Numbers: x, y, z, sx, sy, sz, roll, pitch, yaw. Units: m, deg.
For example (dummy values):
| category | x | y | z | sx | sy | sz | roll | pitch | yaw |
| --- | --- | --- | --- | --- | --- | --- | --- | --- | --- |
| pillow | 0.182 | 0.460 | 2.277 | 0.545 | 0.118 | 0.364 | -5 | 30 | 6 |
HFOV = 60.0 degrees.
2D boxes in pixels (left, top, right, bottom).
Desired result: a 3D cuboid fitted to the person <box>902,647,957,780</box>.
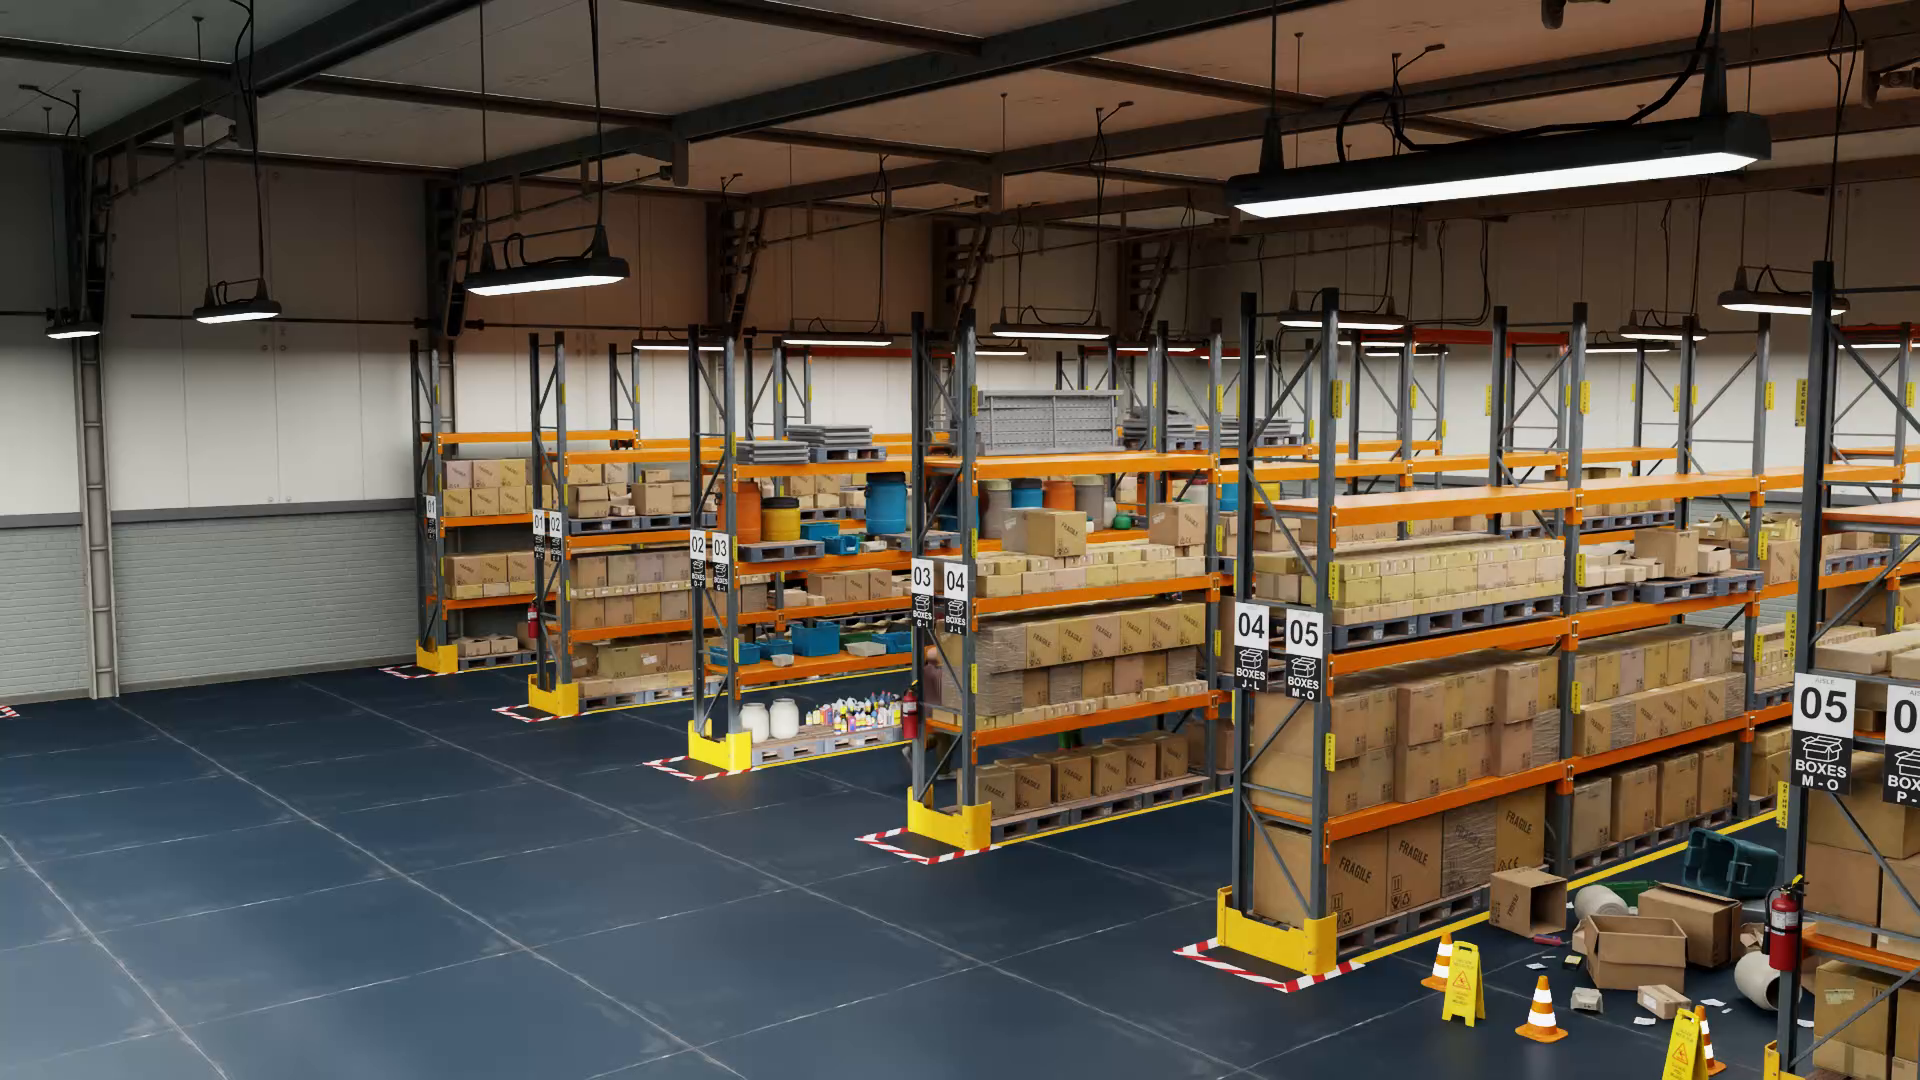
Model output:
| category | x | y | z | sx | sy | sz | roll | pitch | yaw |
| --- | --- | --- | --- | --- | --- | --- | --- | --- | --- |
| person | -0.353 | 2.265 | 21.740 | 0.792 | 1.758 | 0.591 | -1 | 5 | -10 |

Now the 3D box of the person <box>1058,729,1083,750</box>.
| category | x | y | z | sx | sy | sz | roll | pitch | yaw |
| --- | --- | --- | --- | --- | --- | --- | --- | --- | --- |
| person | 1.459 | 2.220 | 22.264 | 0.497 | 1.781 | 0.577 | 2 | 6 | 23 |

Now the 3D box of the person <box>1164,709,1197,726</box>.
| category | x | y | z | sx | sy | sz | roll | pitch | yaw |
| --- | --- | --- | --- | --- | --- | --- | --- | --- | --- |
| person | 3.060 | 2.103 | 23.719 | 1.034 | 1.731 | 0.493 | -5 | 7 | -41 |
